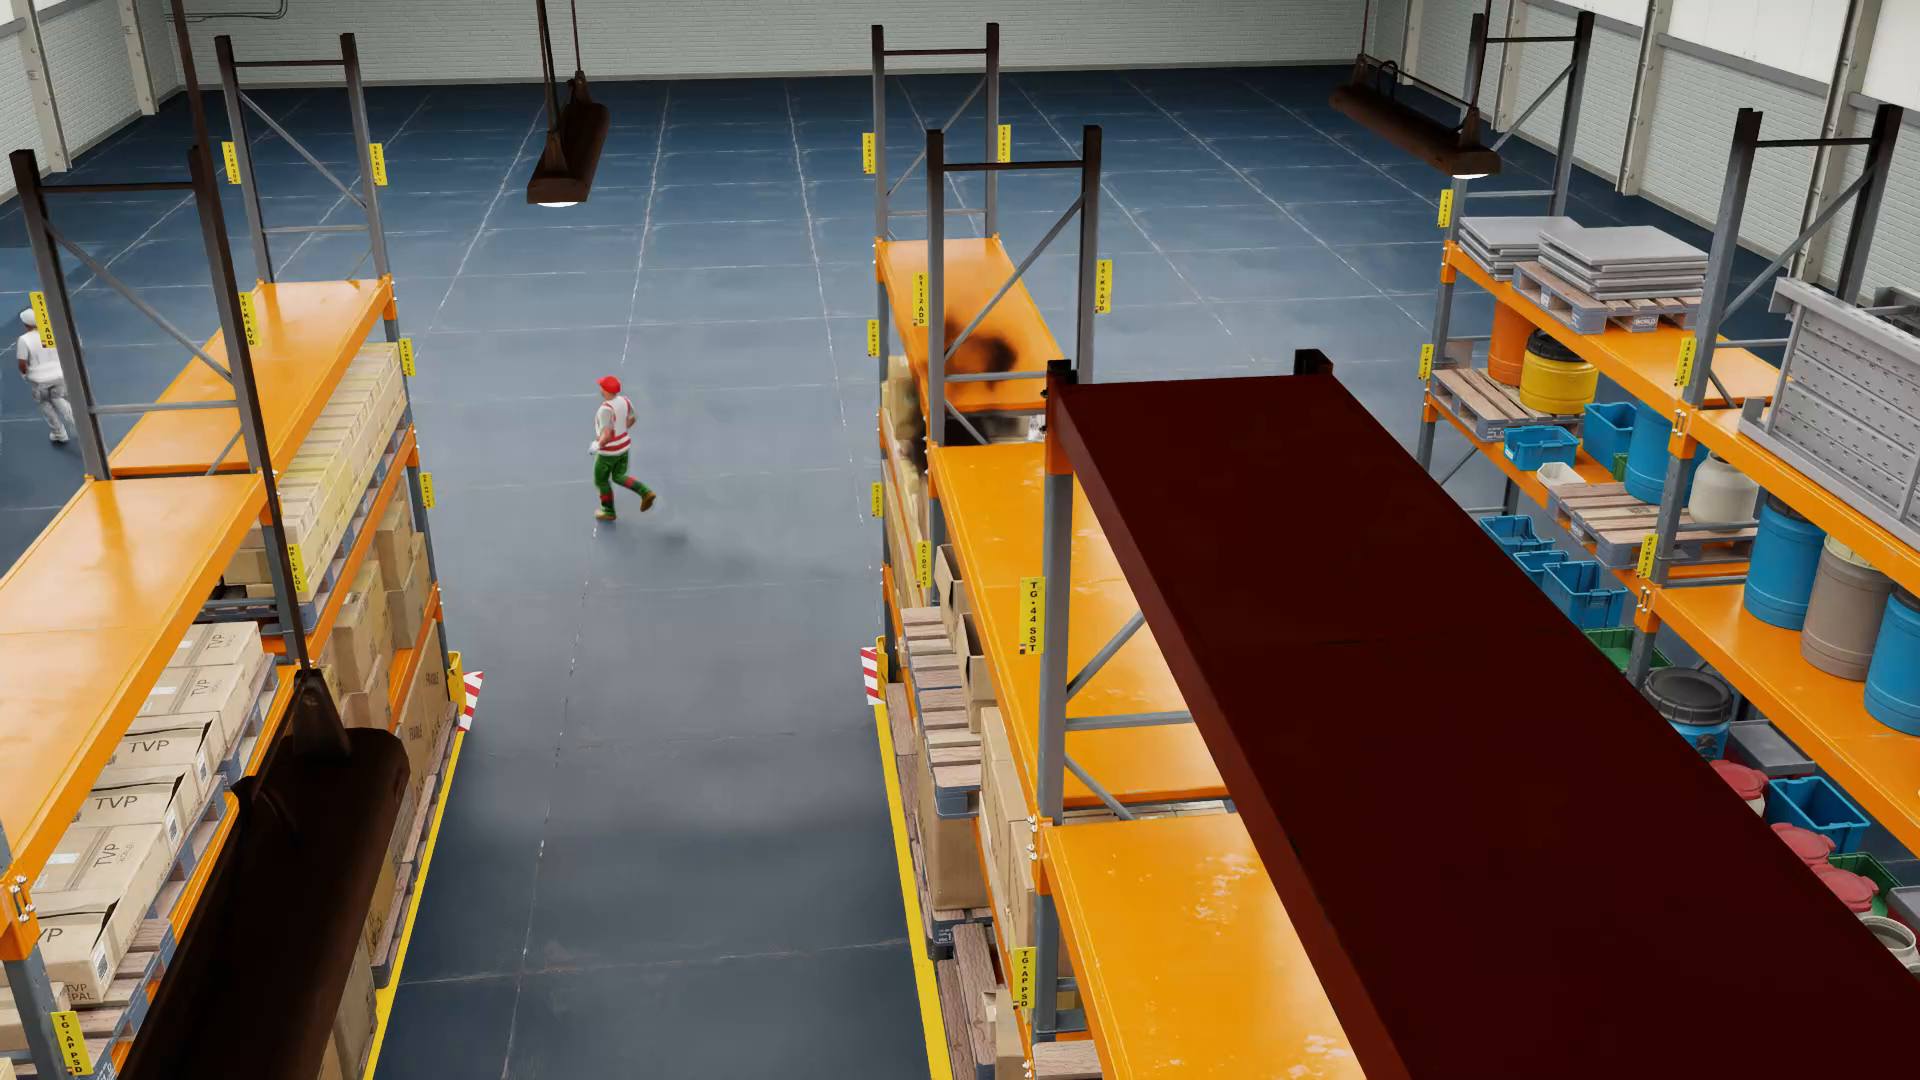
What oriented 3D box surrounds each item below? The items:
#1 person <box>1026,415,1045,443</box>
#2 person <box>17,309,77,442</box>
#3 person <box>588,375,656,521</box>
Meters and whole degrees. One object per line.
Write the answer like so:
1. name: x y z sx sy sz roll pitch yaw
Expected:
1. person: 0.961 -0.980 18.546 0.936 1.687 0.610 10 27 21
2. person: -11.379 -2.044 20.778 0.572 1.743 0.671 18 31 33
3. person: -3.836 -1.001 18.570 0.831 1.759 0.666 12 28 24
